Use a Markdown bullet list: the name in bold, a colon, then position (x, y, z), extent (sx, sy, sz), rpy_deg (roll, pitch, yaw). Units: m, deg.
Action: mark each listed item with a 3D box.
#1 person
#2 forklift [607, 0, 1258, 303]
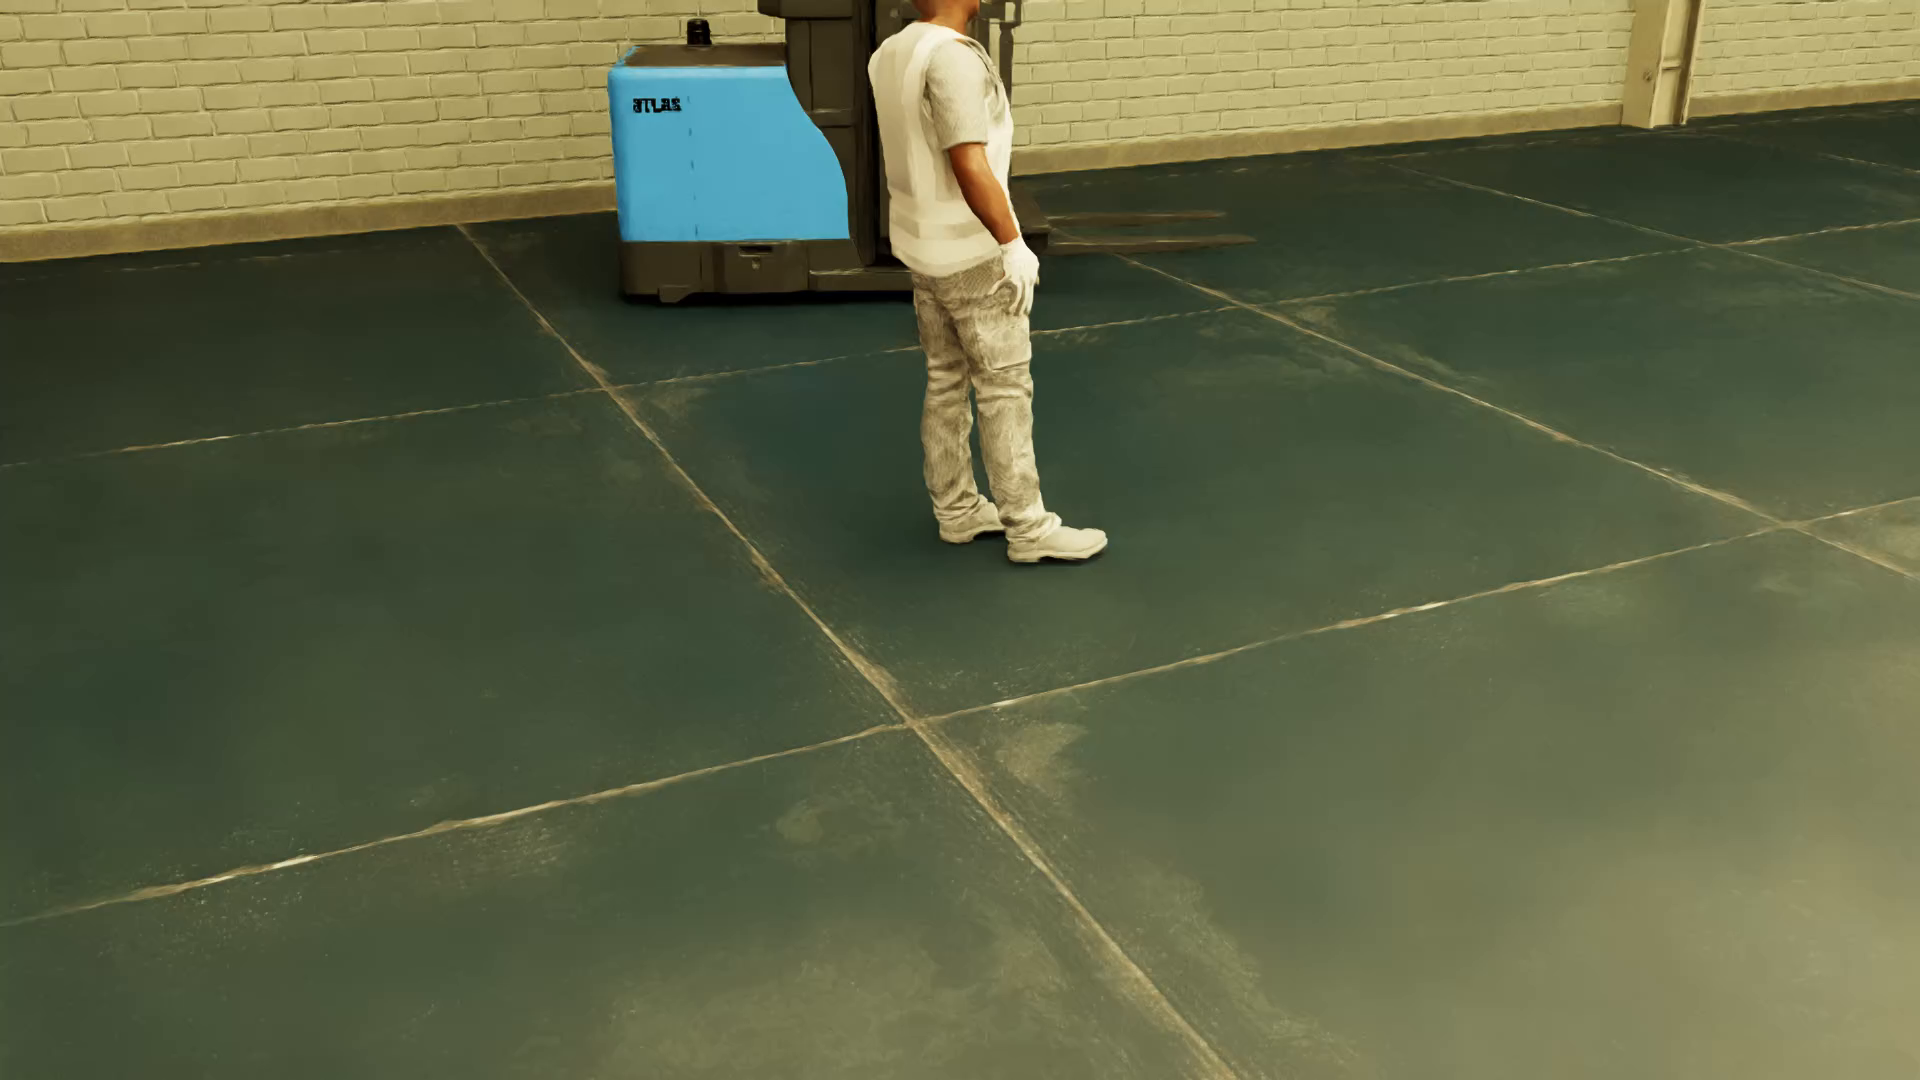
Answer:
- **person**: position (0.069, -0.839, 4.784), extent (0.576, 1.782, 0.655), rpy_deg (-10, 25, -23)
- **forklift**: position (-0.104, -2.665, 7.703), extent (3.031, 2.935, 1.130), rpy_deg (-2, 23, -5)
